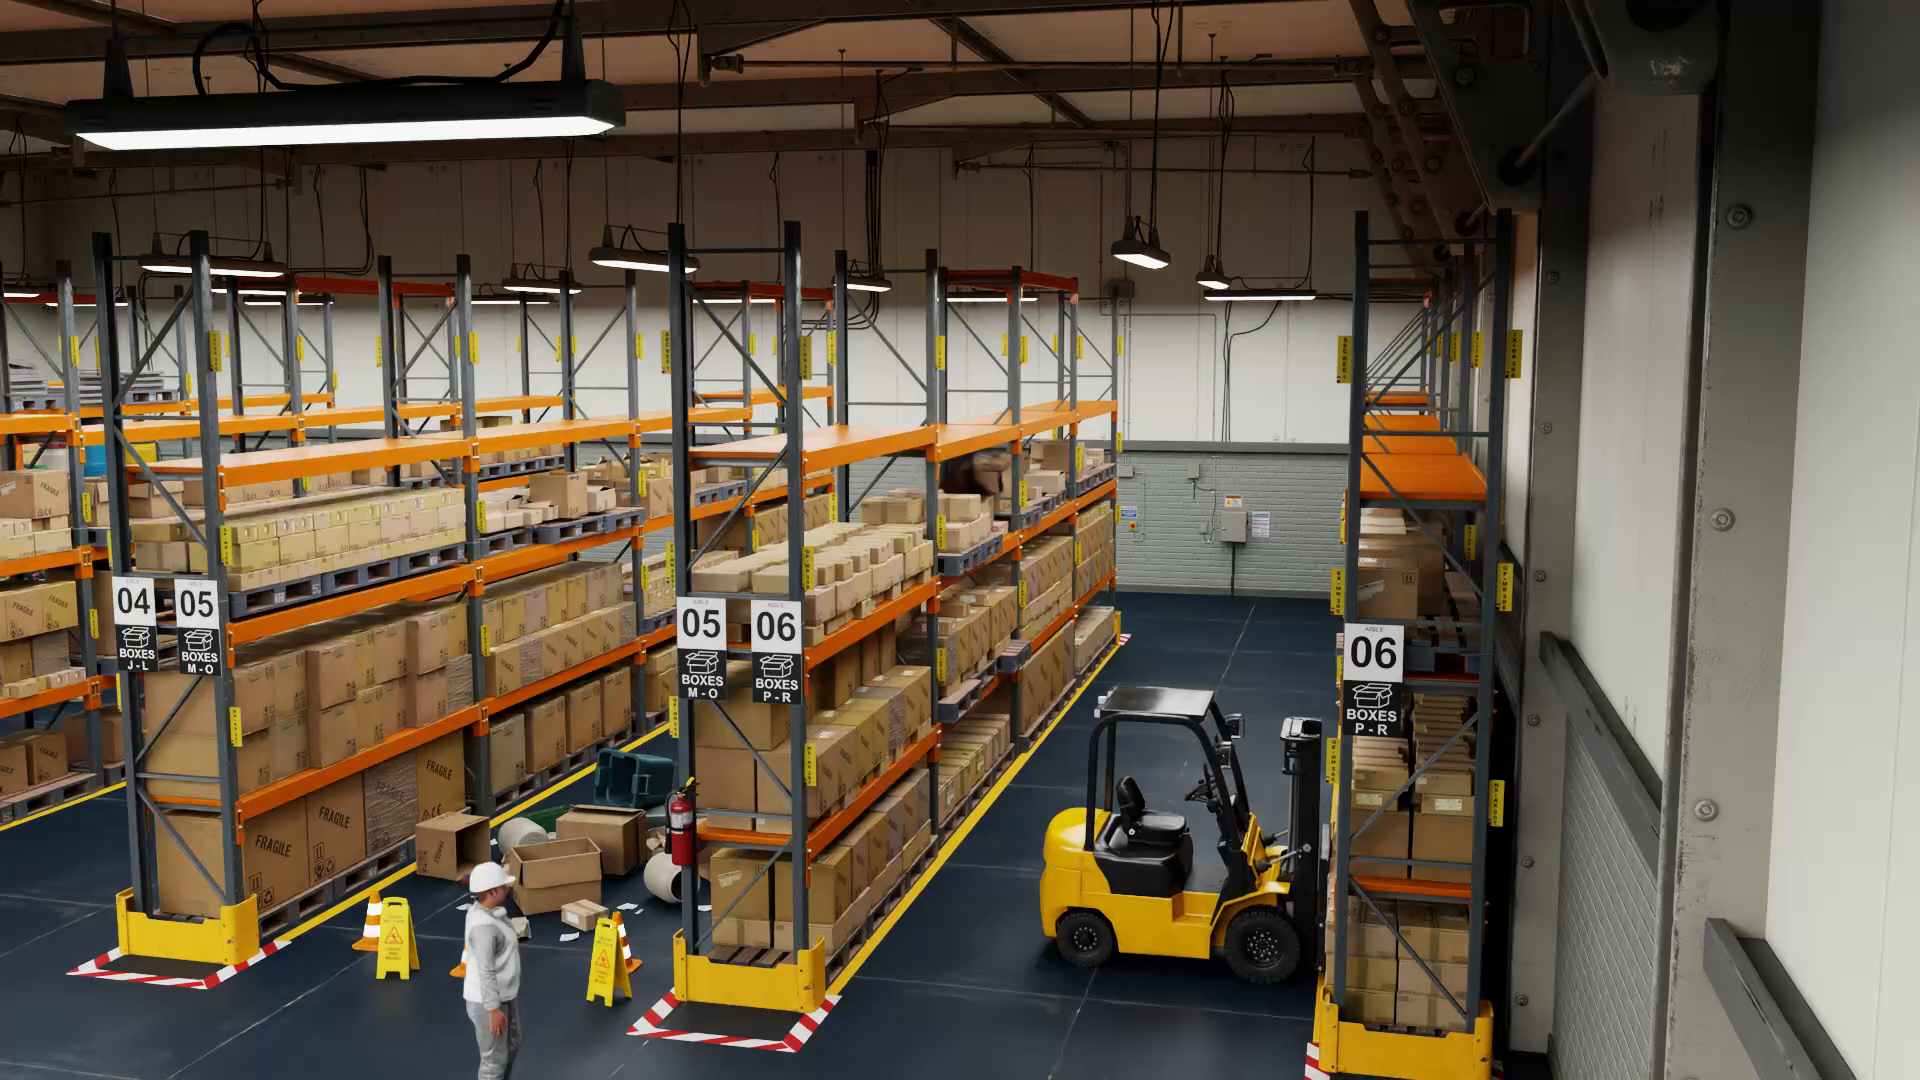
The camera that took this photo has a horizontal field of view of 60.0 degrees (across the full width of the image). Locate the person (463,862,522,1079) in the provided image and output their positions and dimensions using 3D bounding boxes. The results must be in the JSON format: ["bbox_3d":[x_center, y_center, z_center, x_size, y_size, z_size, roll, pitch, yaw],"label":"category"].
[{"bbox_3d":[-3.036,3.013,10.861,0.388,1.856,0.600,-1,7,-8],"label":"person"}]

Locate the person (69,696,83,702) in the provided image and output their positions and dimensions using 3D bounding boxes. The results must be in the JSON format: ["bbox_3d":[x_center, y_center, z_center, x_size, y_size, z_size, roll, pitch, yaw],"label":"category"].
[{"bbox_3d":[-12.720,1.482,23.498,0.592,1.666,0.520,-2,7,-13],"label":"person"}]
